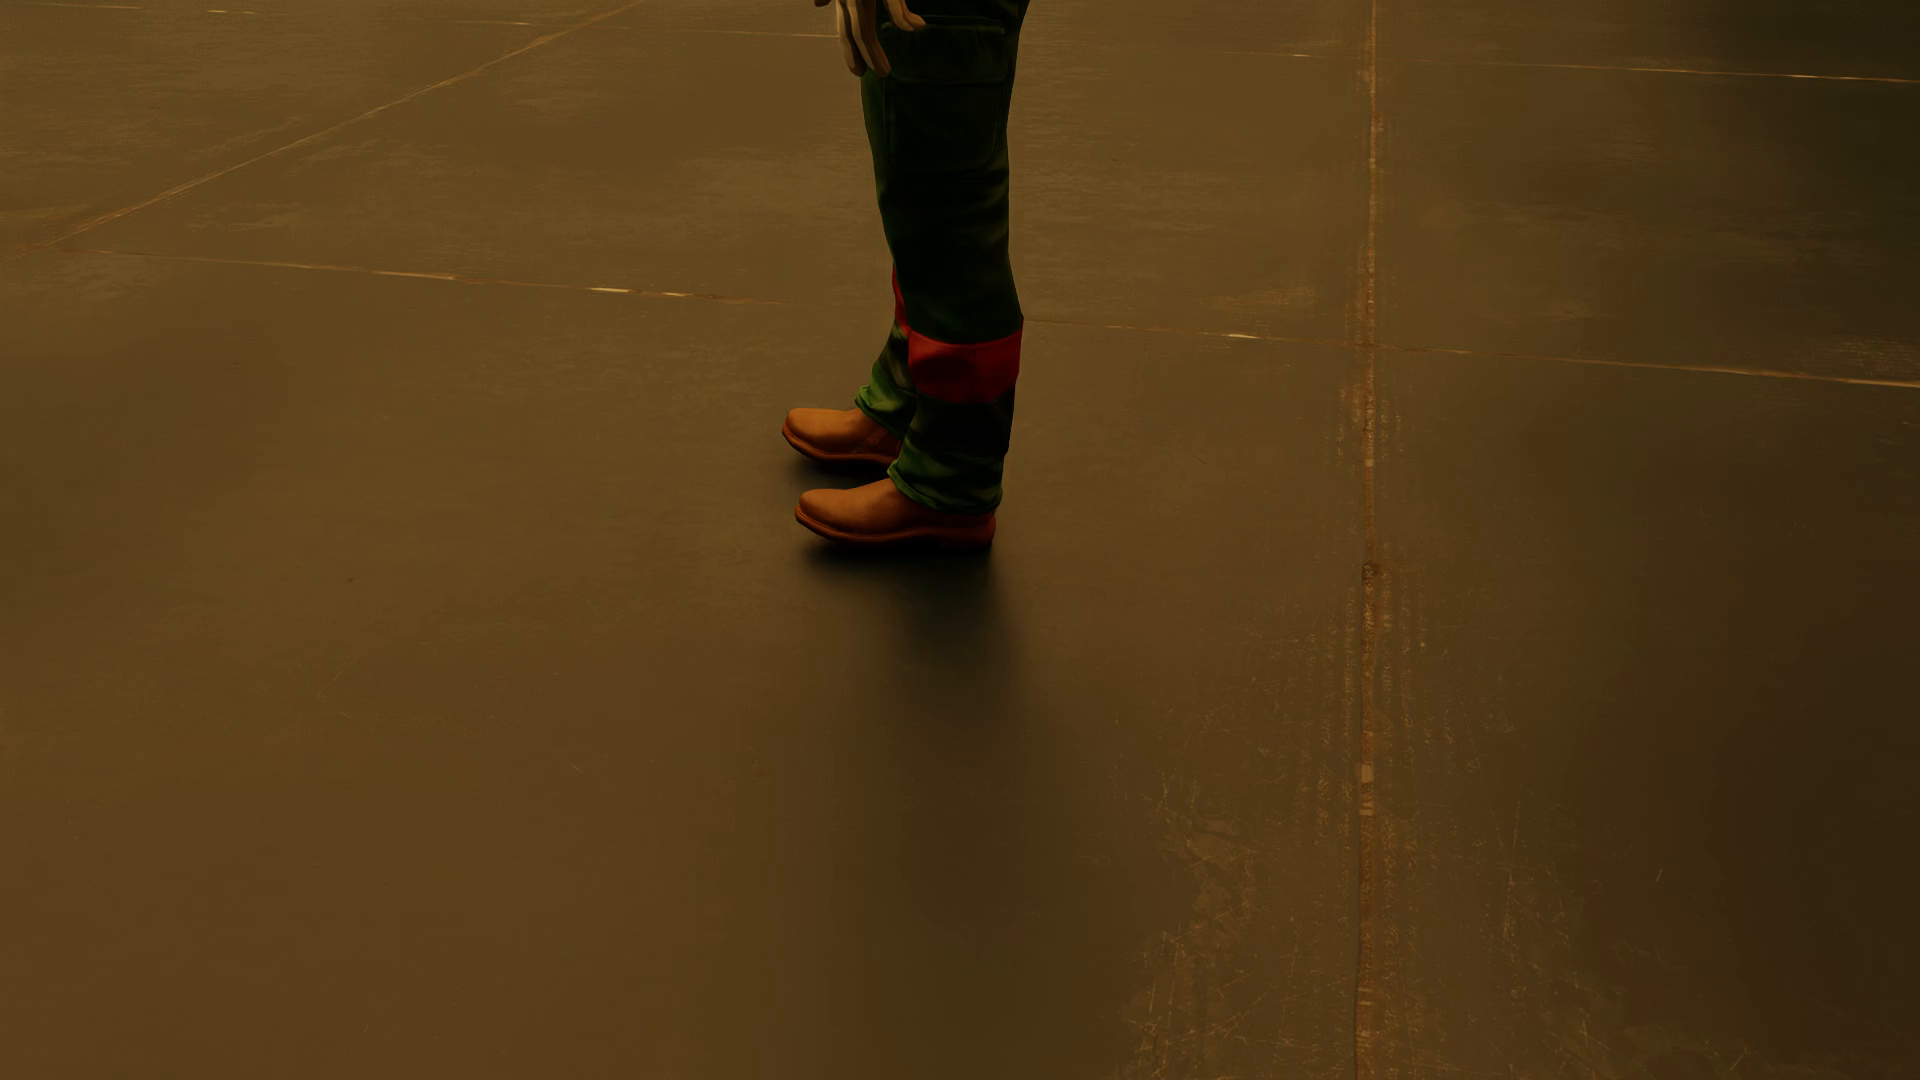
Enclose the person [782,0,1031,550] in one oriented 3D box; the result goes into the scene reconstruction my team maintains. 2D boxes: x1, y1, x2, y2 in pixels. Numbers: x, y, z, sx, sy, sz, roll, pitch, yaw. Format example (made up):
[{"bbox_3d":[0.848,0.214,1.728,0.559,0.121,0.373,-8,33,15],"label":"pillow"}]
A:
[{"bbox_3d":[-0.075,-0.819,2.120,0.564,1.787,0.637,6,27,11],"label":"person"}]
